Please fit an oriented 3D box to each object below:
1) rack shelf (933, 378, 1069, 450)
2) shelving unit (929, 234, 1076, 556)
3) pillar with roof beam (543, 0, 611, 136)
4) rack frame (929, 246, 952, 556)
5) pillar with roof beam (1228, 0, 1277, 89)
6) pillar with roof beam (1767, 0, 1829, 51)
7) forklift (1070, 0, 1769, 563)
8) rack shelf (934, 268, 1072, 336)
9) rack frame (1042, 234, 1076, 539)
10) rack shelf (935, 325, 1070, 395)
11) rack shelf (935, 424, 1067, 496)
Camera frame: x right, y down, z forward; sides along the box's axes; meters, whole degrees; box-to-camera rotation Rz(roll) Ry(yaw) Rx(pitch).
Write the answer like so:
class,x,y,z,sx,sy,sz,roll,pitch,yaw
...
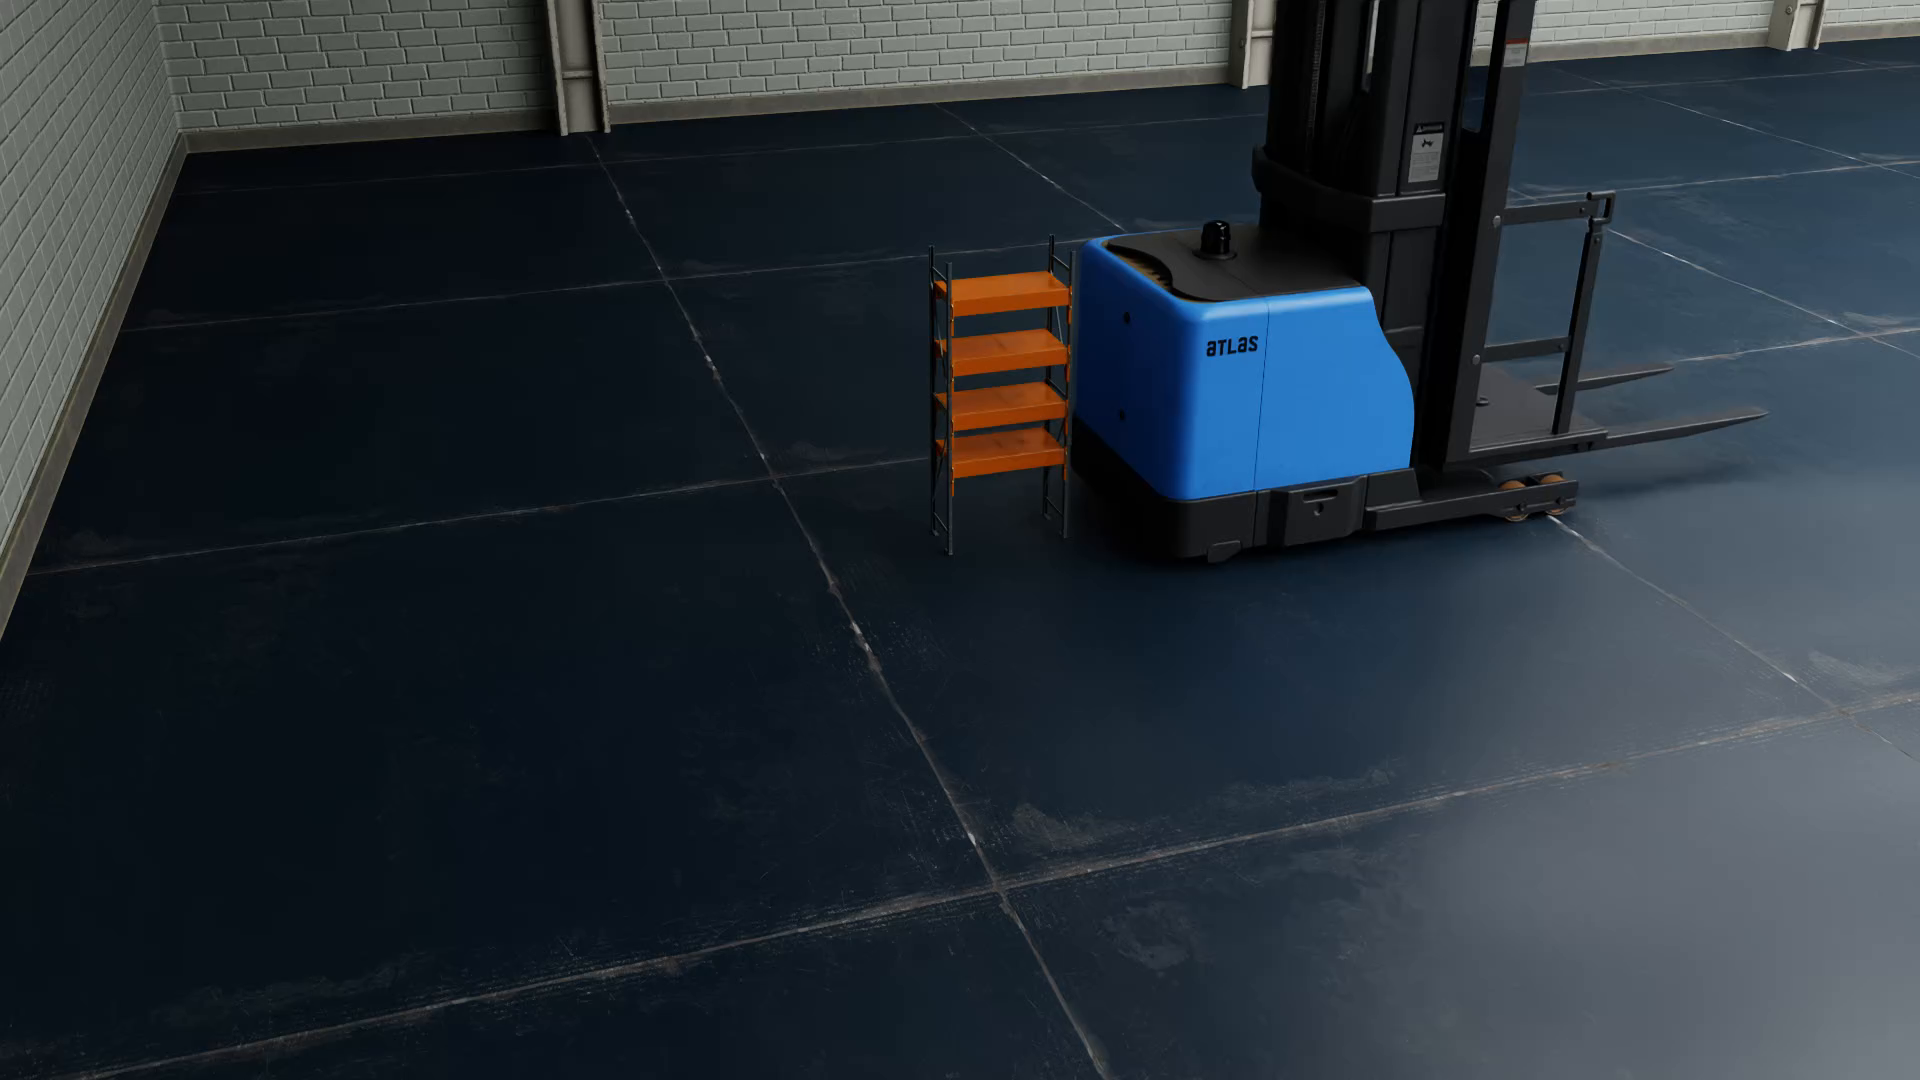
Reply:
class,x,y,z,sx,sy,sz,roll,pitch,yaw
rack shelf,0.157,-0.500,6.559,0.480,0.148,0.258,-8,28,-16
shelving unit,0.157,-0.560,6.529,0.503,1.200,0.258,-8,28,-16
pillar with roof beam,-1.705,-5.521,7.751,0.400,9.000,9.100,-8,28,-16
rack frame,-0.075,-0.527,6.461,0.015,1.200,0.240,-8,28,-16
pillar with roof beam,4.000,-6.347,9.415,0.400,9.000,9.100,-8,28,-16
pillar with roof beam,9.705,-7.173,11.079,0.400,9.000,9.100,-8,28,-16
forklift,2.056,-1.601,6.680,3.031,2.935,1.130,-9,28,-17
rack shelf,0.157,-0.912,6.354,0.480,0.148,0.258,-8,28,-16
rack frame,0.389,-0.594,6.597,0.015,1.200,0.240,-8,28,-16
rack shelf,0.157,-0.700,6.460,0.480,0.148,0.258,-8,28,-16
rack shelf,0.157,-0.322,6.647,0.480,0.148,0.258,-8,28,-16
